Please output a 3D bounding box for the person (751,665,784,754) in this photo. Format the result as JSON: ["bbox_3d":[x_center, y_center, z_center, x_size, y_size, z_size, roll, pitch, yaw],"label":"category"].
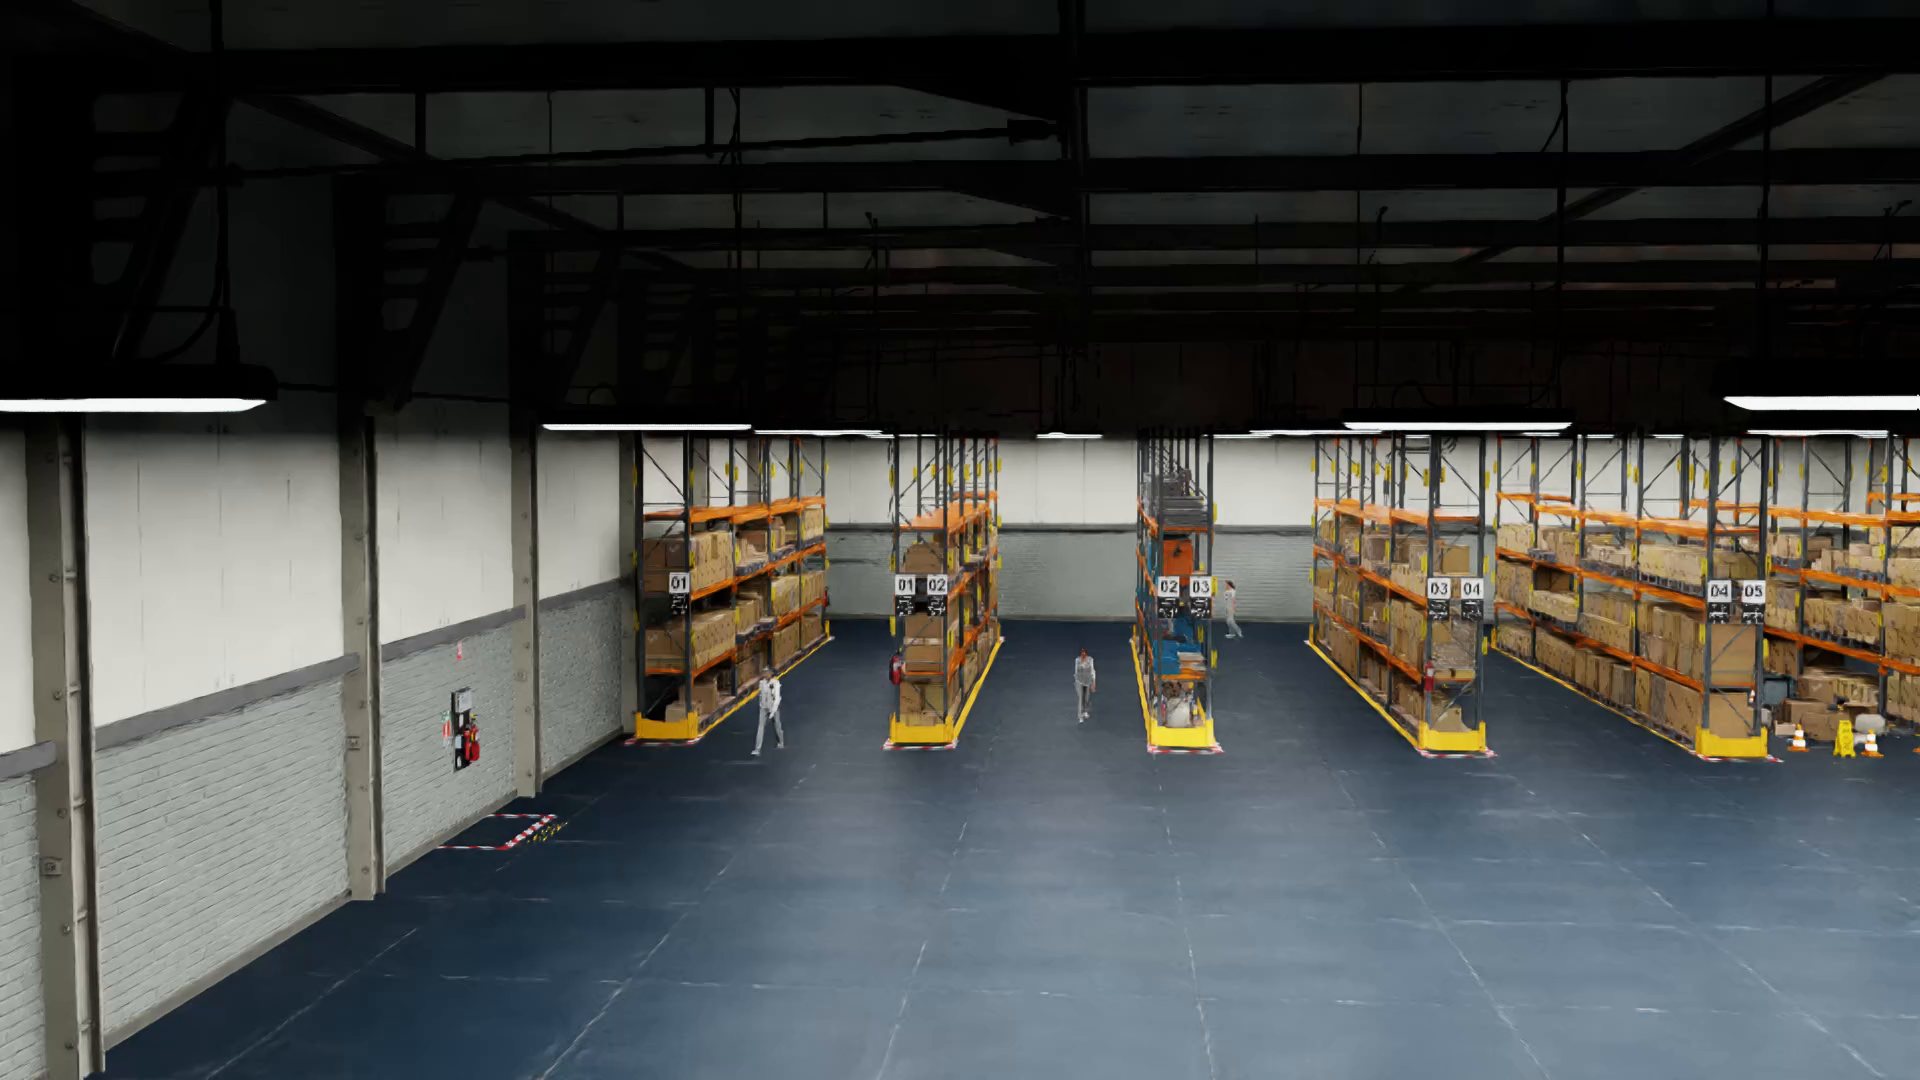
[{"bbox_3d":[-3.474,3.076,30.339,0.482,1.609,0.997,1,4,13],"label":"person"}]

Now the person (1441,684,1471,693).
[{"bbox_3d":[11.206,2.595,37.698,0.571,1.706,1.033,0,3,-4],"label":"person"}]

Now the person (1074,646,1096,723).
[{"bbox_3d":[2.542,2.910,33.833,0.432,1.539,0.948,0,3,3],"label":"person"}]

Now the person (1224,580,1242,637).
[{"bbox_3d":[7.899,1.985,48.162,0.454,1.667,0.619,-1,4,-23],"label":"person"}]
